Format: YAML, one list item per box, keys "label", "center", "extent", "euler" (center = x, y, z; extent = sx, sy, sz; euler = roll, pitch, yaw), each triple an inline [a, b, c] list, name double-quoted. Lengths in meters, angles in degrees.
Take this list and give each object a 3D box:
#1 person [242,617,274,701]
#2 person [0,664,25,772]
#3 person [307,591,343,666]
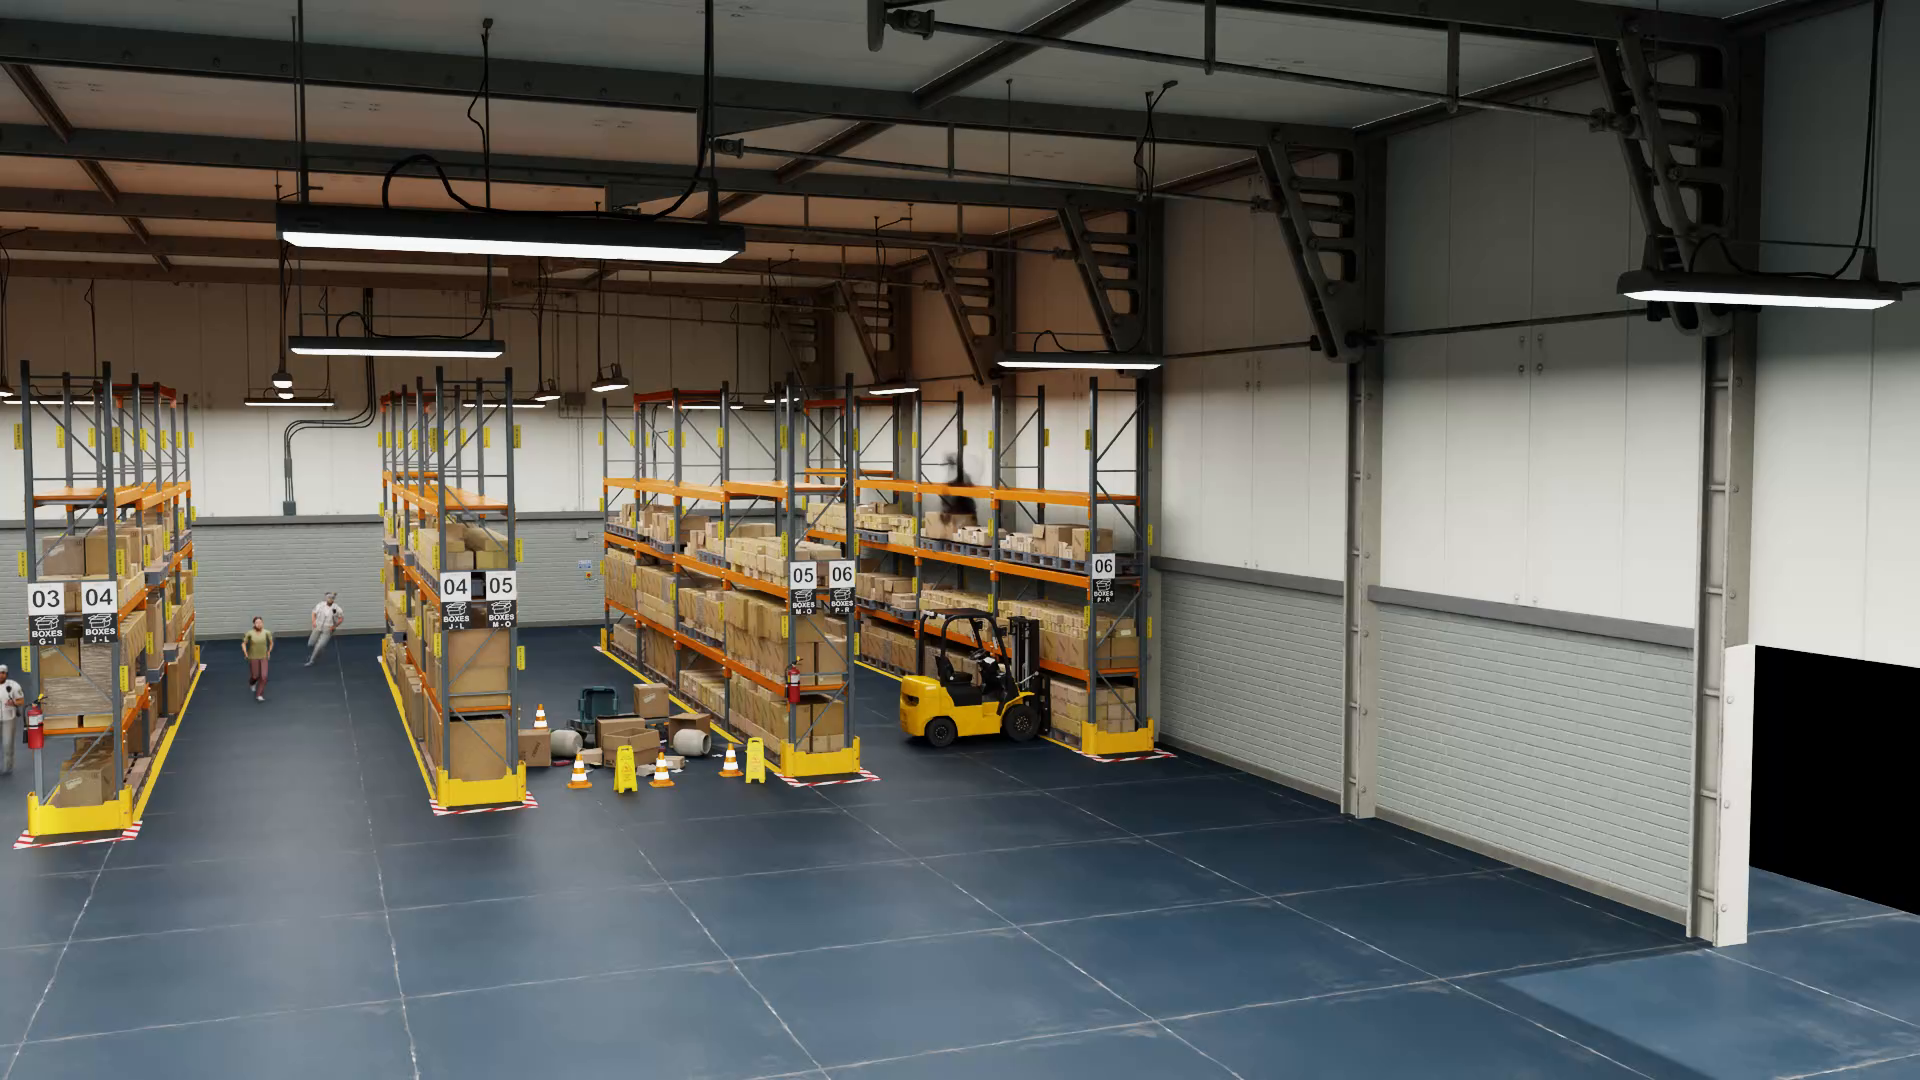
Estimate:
- label: "person"
  center: [-13.516, 2.274, 32.035]
  extent: [0.568, 1.617, 0.587]
  euler: [-2, 4, -30]
- label: "person"
  center: [-14.206, 2.701, 24.677]
  extent: [0.584, 1.728, 0.752]
  euler: [-2, 4, -28]
- label: "person"
  center: [-14.161, 1.959, 36.982]
  extent: [0.811, 1.652, 0.541]
  euler: [0, 3, -4]
